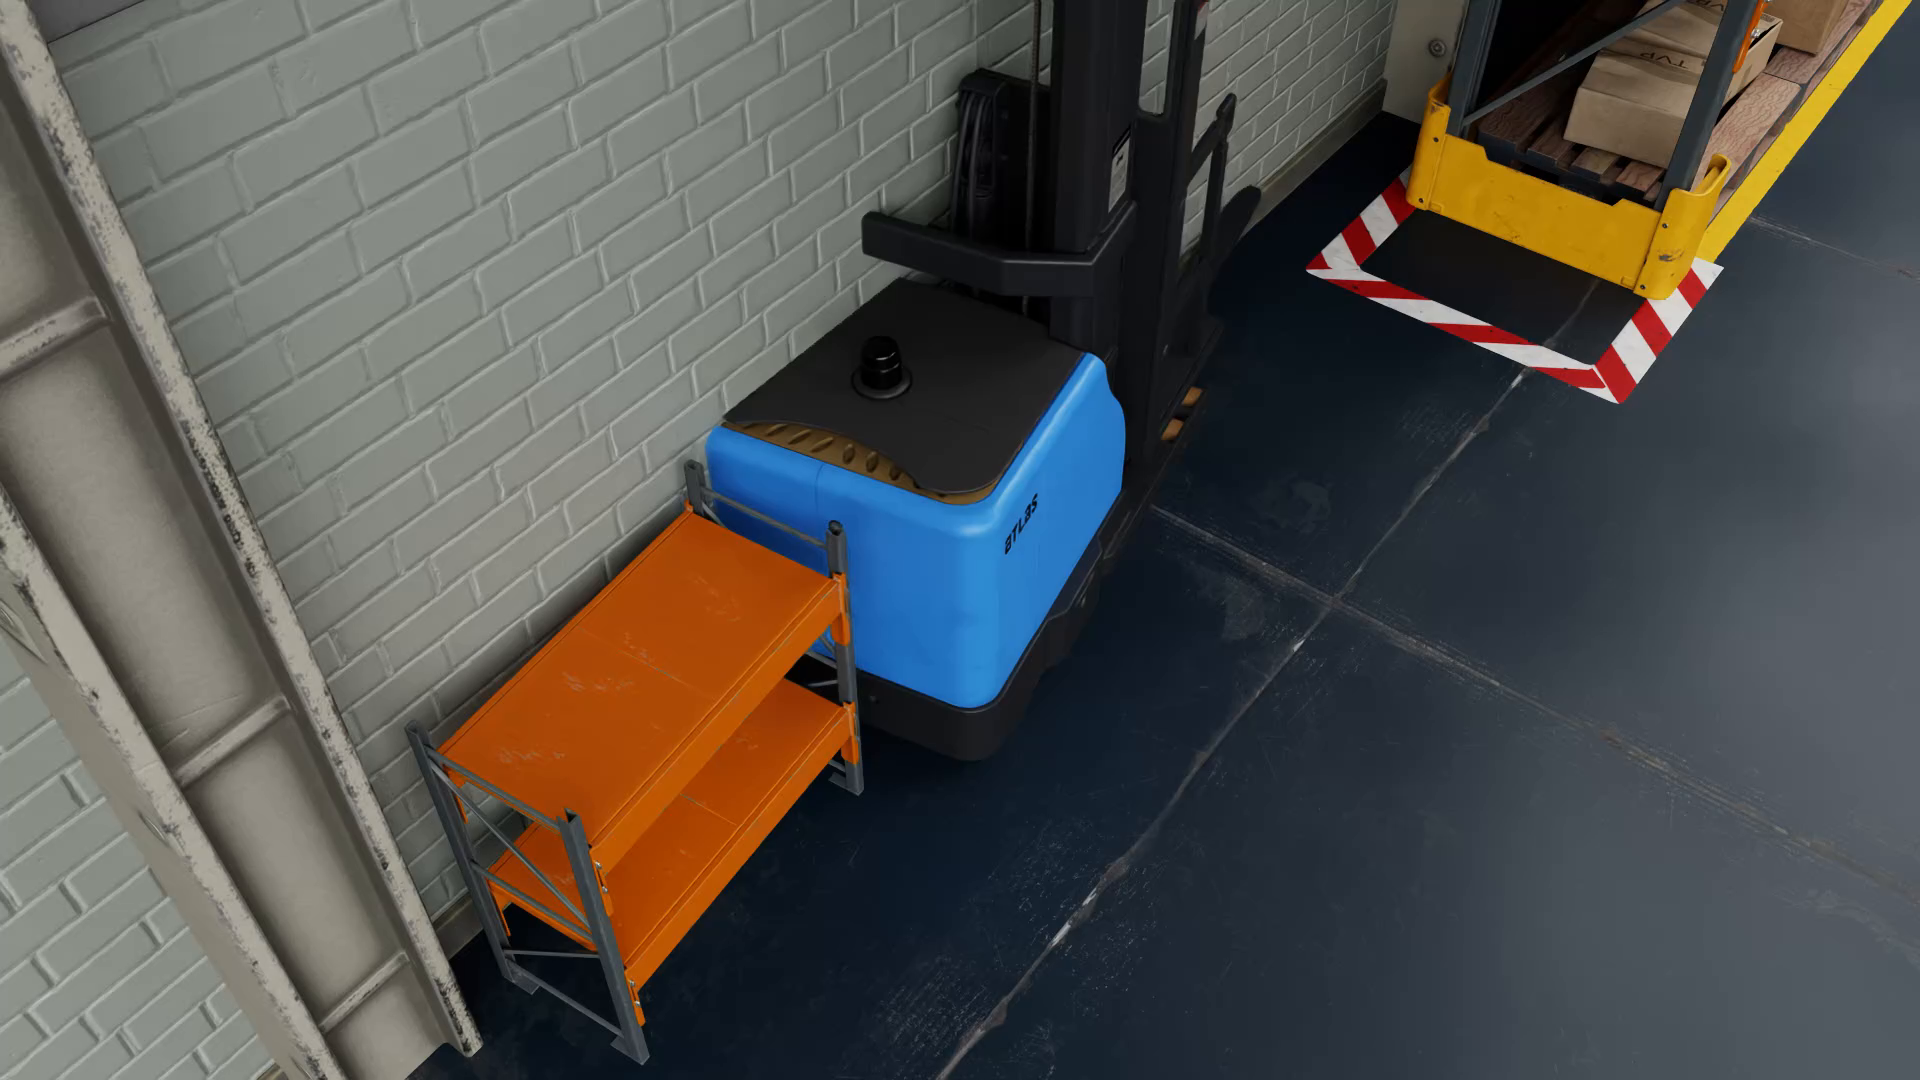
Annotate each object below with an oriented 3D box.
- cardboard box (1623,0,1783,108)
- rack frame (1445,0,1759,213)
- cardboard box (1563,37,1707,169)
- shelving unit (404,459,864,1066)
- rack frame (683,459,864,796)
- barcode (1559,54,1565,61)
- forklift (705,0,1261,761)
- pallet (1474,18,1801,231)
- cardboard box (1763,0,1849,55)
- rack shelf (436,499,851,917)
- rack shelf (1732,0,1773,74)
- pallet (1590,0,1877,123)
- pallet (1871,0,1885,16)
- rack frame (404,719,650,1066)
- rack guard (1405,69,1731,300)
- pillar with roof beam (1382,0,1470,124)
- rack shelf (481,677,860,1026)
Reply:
[{"bbox_3d":[3.251,-2.198,7.330,0.500,0.311,0.500,34,55,28],"label":"cardboard box"},{"bbox_3d":[2.409,-2.292,5.865,1.000,3.000,0.127,29,53,25],"label":"rack frame"},{"bbox_3d":[2.903,-1.871,7.018,0.500,0.311,0.500,24,51,21],"label":"cardboard box"},{"bbox_3d":[-0.778,0.590,4.408,0.538,1.125,1.048,24,51,21],"label":"shelving unit"},{"bbox_3d":[-0.510,0.278,4.706,0.500,1.125,0.032,24,51,21],"label":"rack frame"},{"bbox_3d":[2.597,-2.062,7.194,0.001,0.075,0.075,29,53,25],"label":"barcode"},{"bbox_3d":[0.270,-1.420,5.080,1.130,2.935,3.031,19,49,18],"label":"forklift"},{"bbox_3d":[2.980,-1.822,7.344,1.003,0.211,1.213,29,53,25],"label":"pallet"},{"bbox_3d":[3.739,-2.661,7.642,0.700,0.500,0.500,26,52,23],"label":"cardboard box"},{"bbox_3d":[-0.778,0.388,4.197,0.538,0.278,1.000,24,51,21],"label":"rack shelf"},{"bbox_3d":[3.631,-3.188,7.218,1.077,0.370,4.000,29,53,25],"label":"rack shelf"},{"bbox_3d":[3.726,-2.517,8.008,1.003,0.211,1.213,29,53,25],"label":"pallet"},{"bbox_3d":[4.471,-3.218,8.678,1.003,0.211,1.213,29,53,25],"label":"pallet"},{"bbox_3d":[-1.047,0.902,4.110,0.500,1.125,0.032,24,51,21],"label":"rack frame"},{"bbox_3d":[2.455,-1.472,6.811,1.175,0.500,0.348,29,53,25],"label":"rack guard"},{"bbox_3d":[5.559,-3.244,2.626,9.100,9.000,0.400,29,53,25],"label":"pillar with roof beam"},{"bbox_3d":[-0.778,0.759,4.585,0.538,0.278,1.000,24,51,21],"label":"rack shelf"}]
